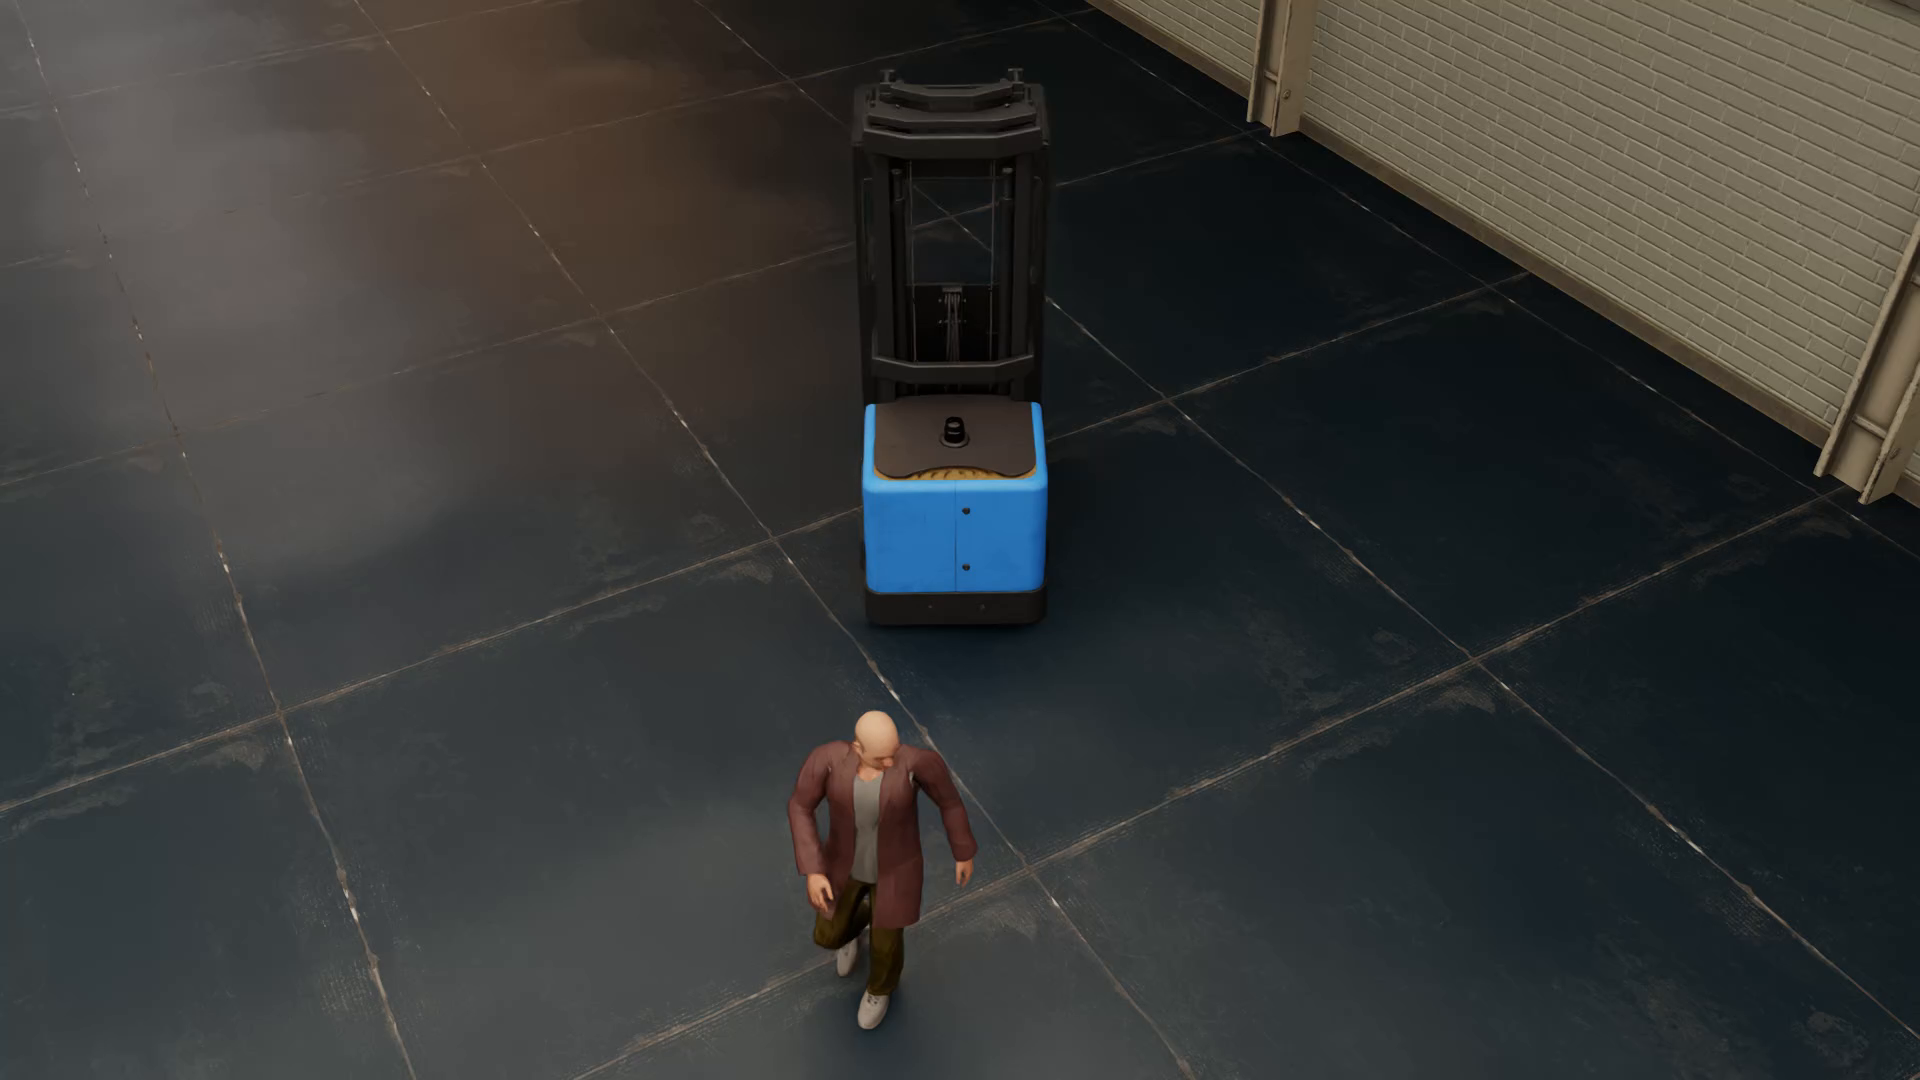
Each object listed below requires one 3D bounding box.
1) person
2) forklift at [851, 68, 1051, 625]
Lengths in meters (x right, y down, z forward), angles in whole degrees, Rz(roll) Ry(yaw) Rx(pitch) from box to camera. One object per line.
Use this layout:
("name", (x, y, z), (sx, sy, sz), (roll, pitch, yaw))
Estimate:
("person", (-0.345, 1.425, 7.261), (0.810, 1.739, 0.553), (10, 41, 11))
("forklift", (-0.055, -1.551, 9.906), (1.130, 2.935, 3.031), (-1, 40, -1))
